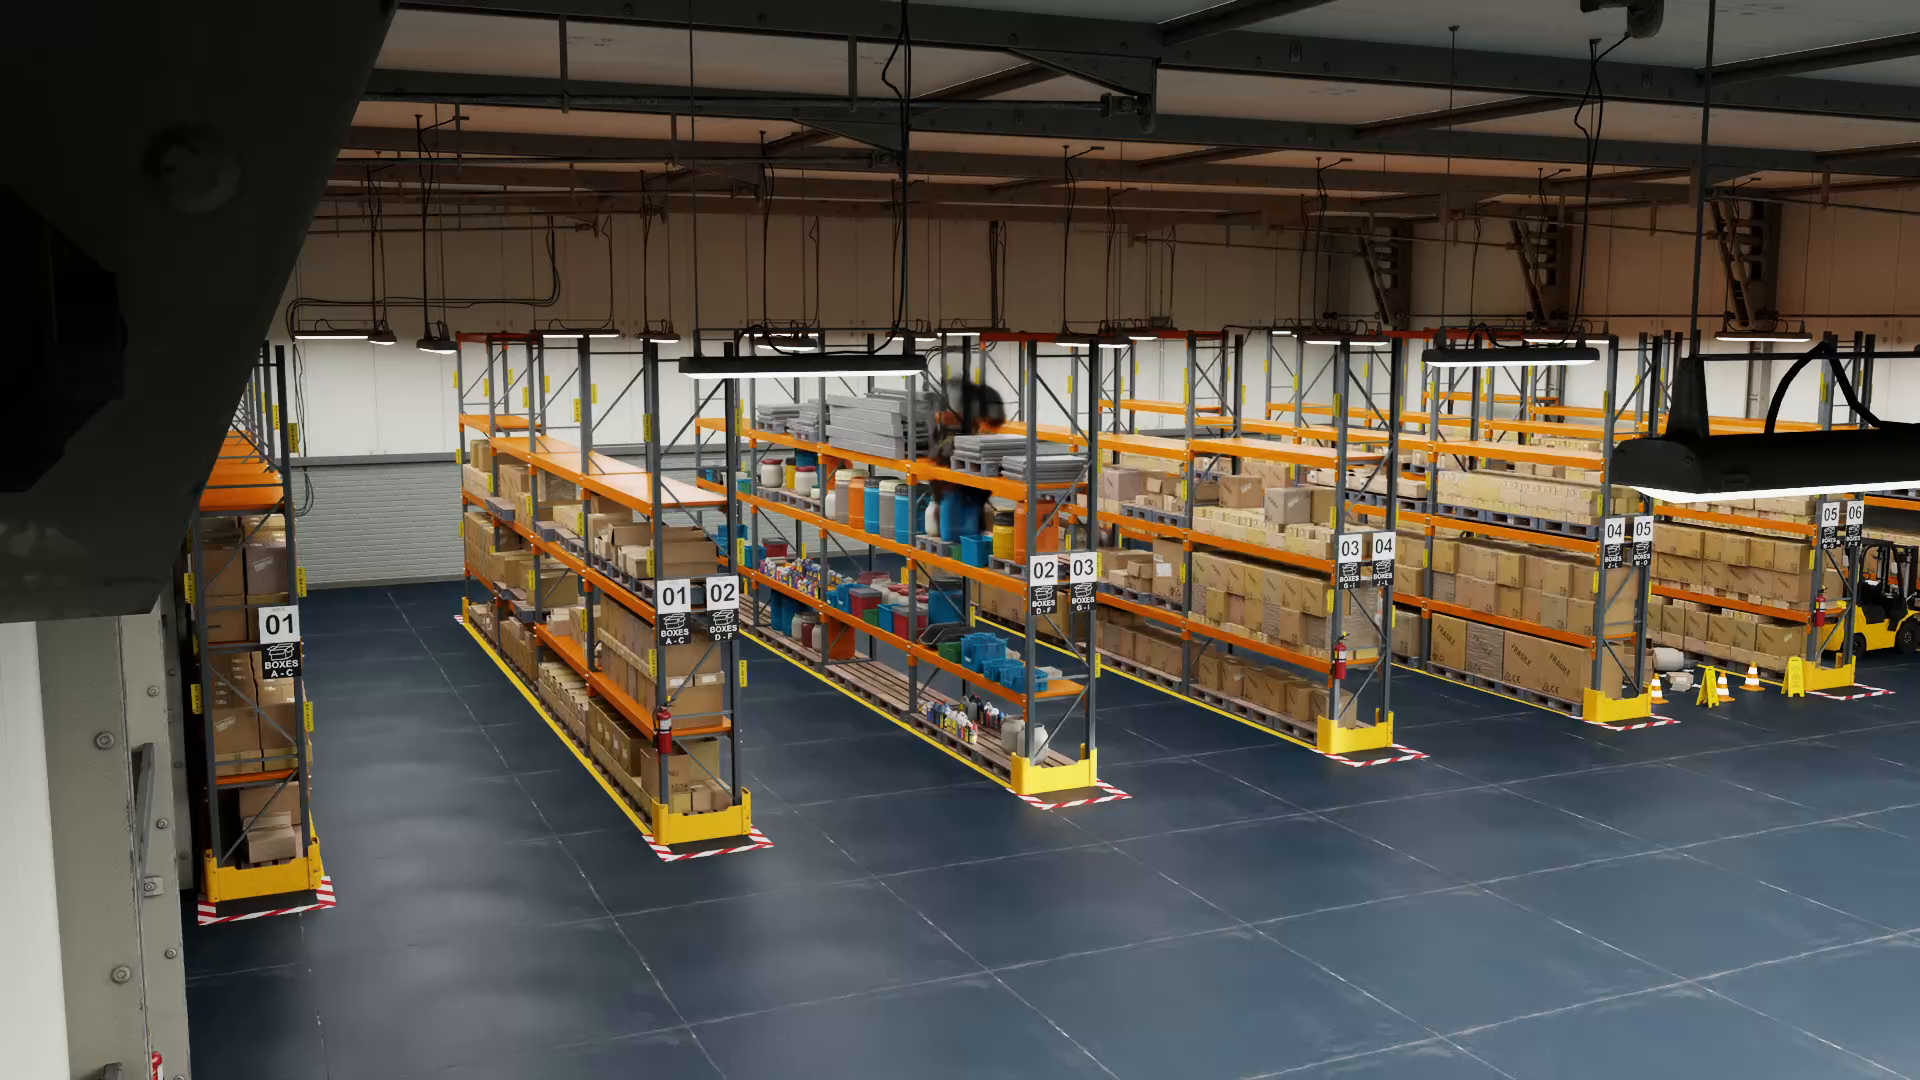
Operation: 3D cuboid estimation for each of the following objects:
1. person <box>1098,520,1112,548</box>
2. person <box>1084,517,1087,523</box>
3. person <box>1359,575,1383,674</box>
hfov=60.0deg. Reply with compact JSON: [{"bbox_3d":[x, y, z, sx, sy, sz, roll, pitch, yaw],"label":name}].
[{"bbox_3d":[3.208,0.396,37.603,0.726,1.780,0.862,-2,8,-15],"label":"person"},{"bbox_3d":[3.290,-0.166,41.656,0.983,1.743,0.713,-5,9,-30],"label":"person"},{"bbox_3d":[7.340,1.496,29.485,0.638,1.816,0.728,-4,9,-26],"label":"person"}]
